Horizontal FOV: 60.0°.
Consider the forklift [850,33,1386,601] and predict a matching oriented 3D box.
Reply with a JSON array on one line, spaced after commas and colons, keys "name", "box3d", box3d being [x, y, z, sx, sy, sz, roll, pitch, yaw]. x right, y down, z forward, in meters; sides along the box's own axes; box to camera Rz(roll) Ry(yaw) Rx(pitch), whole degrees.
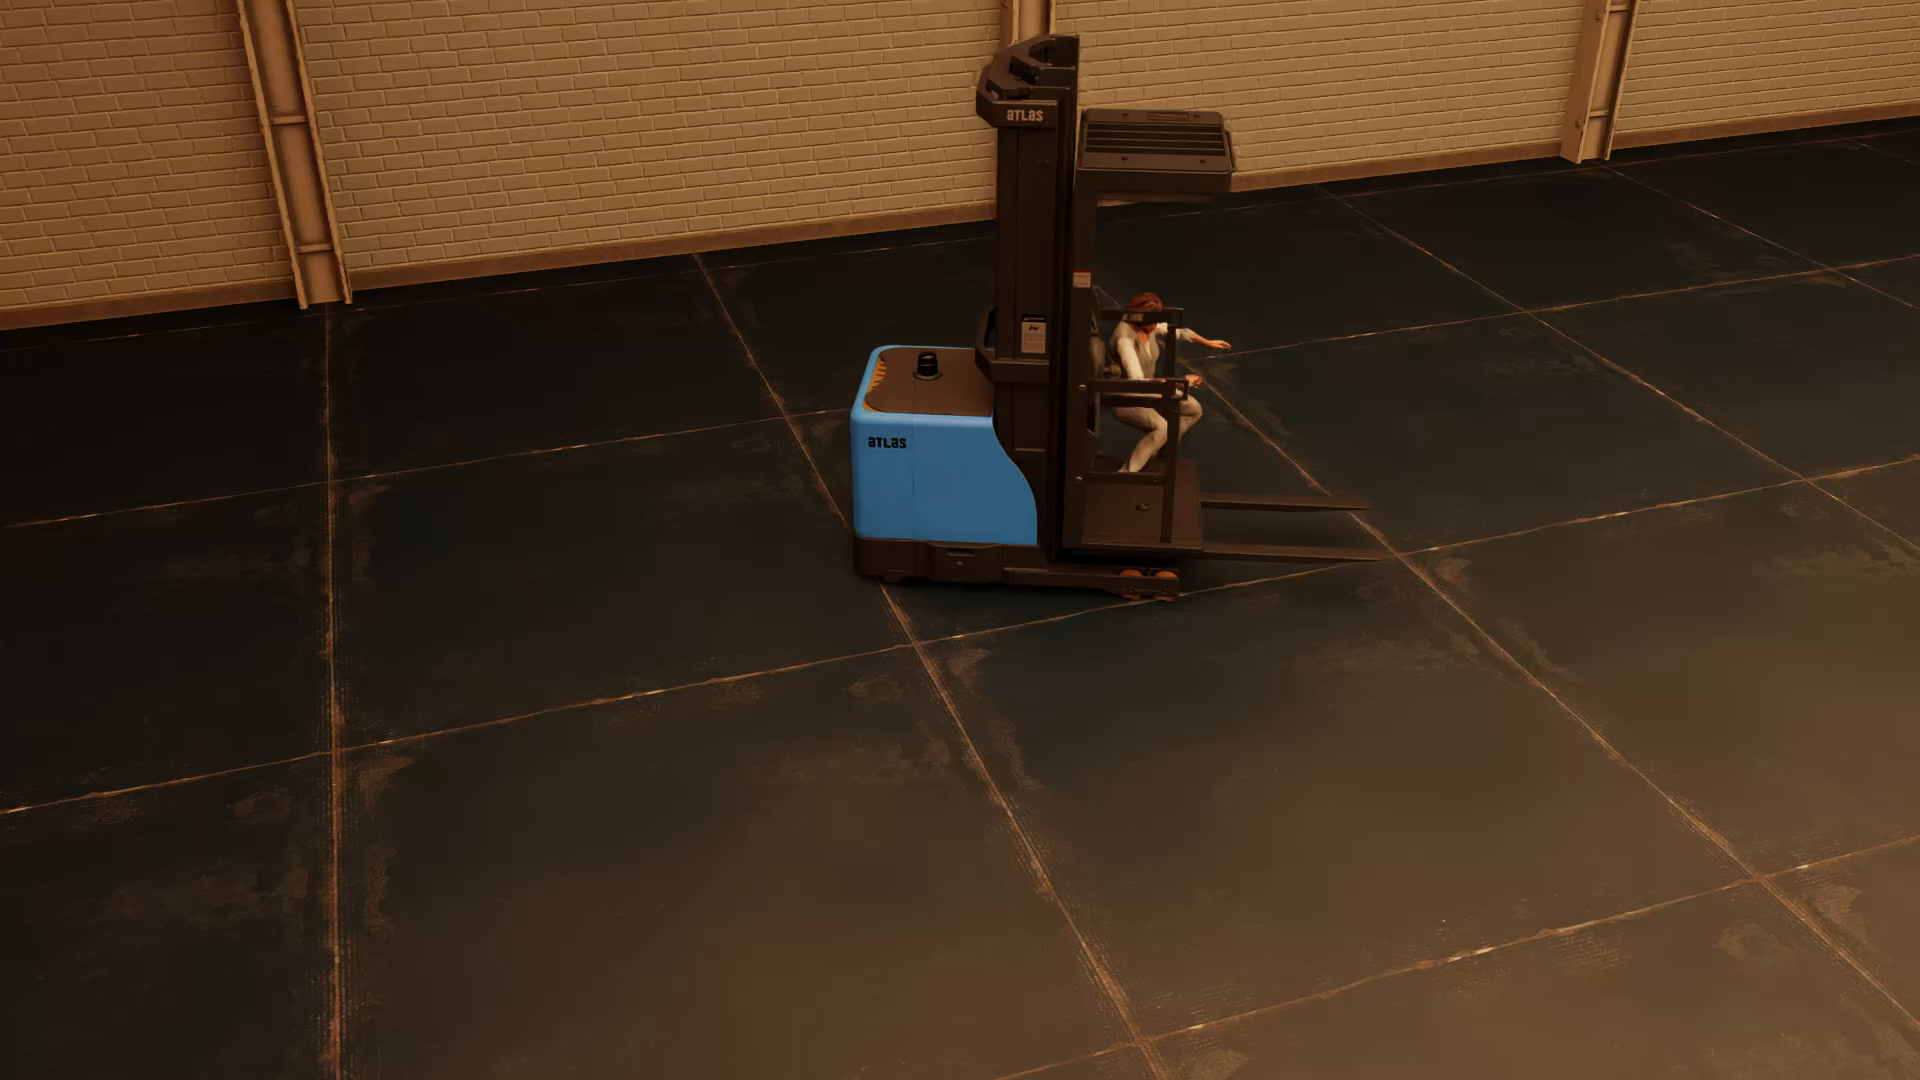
[{"name": "forklift", "box3d": [0.928, -1.204, 9.179, 3.031, 2.935, 1.130, 3, 30, 4]}]

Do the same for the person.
[{"name": "person", "box3d": [1.184, -0.827, 10.077, 0.670, 1.361, 0.878, 21, 36, 32]}]
